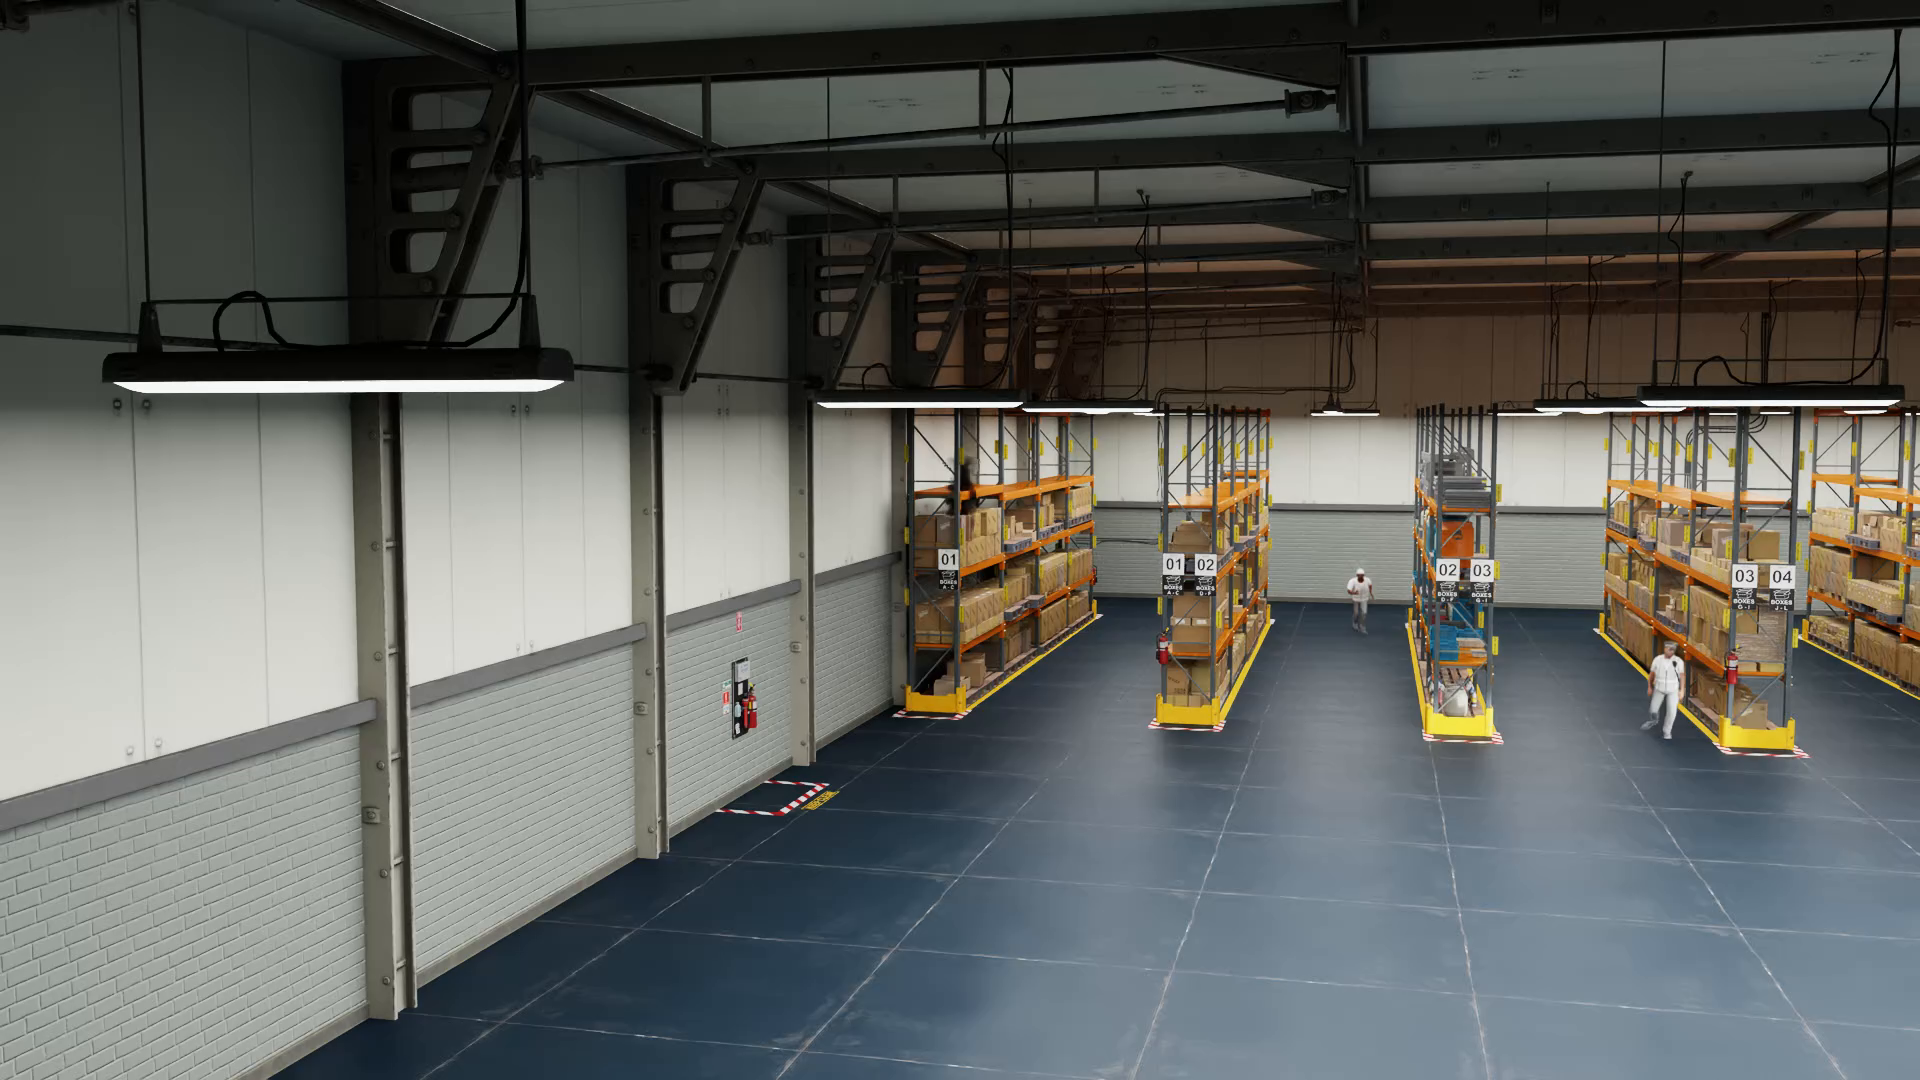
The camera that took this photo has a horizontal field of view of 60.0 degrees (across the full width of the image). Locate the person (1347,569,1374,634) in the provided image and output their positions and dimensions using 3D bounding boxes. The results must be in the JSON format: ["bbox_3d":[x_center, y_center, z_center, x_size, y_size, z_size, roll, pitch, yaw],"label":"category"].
[{"bbox_3d":[10.706,1.615,44.496,0.721,1.733,0.977,0,4,7],"label":"person"}]

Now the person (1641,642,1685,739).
[{"bbox_3d":[12.630,2.664,29.871,0.711,1.740,0.605,2,5,26],"label":"person"}]
